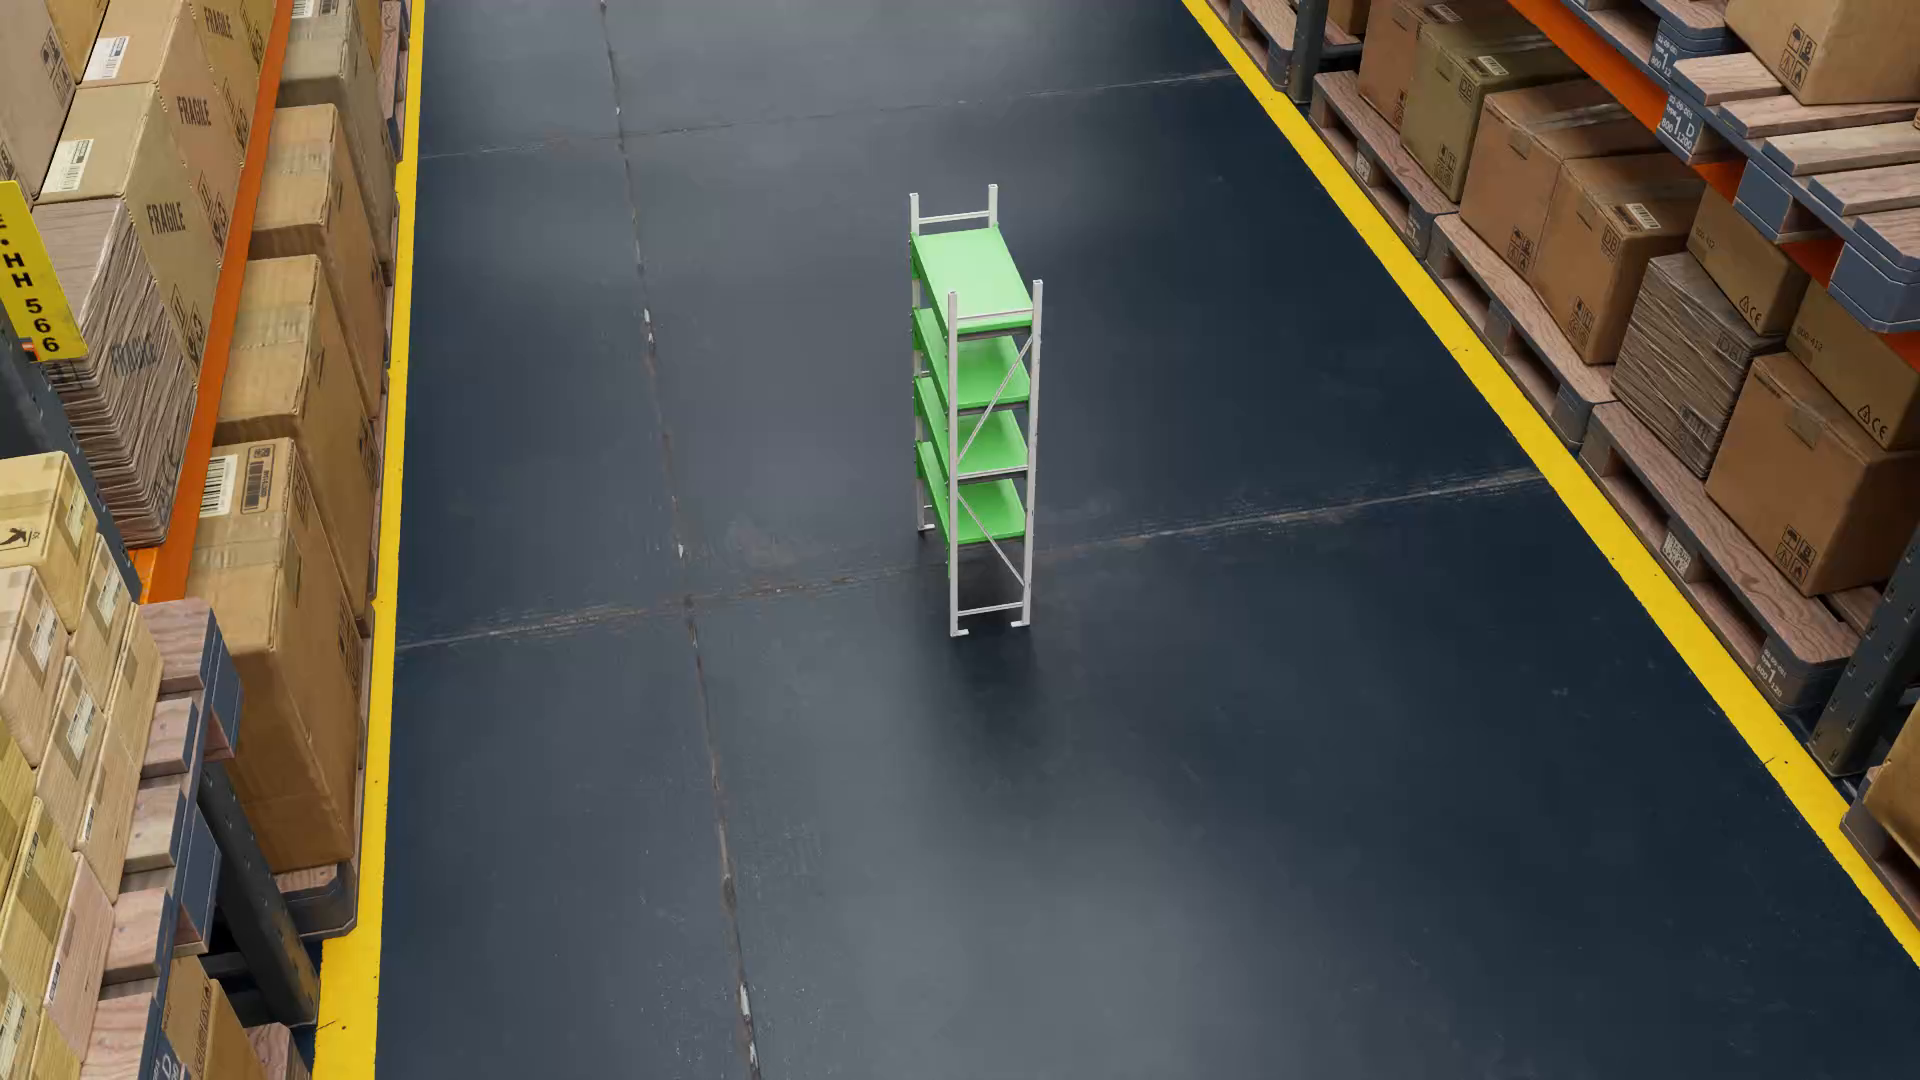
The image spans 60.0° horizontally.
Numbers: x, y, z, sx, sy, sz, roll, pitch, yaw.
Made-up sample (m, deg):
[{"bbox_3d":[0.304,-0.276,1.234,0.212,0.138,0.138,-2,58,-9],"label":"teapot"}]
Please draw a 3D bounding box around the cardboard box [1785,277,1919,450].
[{"bbox_3d":[2.664,-0.521,4.564,0.500,0.250,0.500,-7,42,-8],"label":"cardboard box"}]

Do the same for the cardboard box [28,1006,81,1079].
[{"bbox_3d":[-1.313,0.745,2.024,0.380,0.149,0.250,-9,42,-10],"label":"cardboard box"}]

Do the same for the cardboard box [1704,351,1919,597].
[{"bbox_3d":[2.674,-0.242,4.815,0.700,0.500,0.500,-10,43,-12],"label":"cardboard box"}]

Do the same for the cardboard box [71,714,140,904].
[{"bbox_3d":[-1.420,0.416,2.394,0.380,0.149,0.250,-8,42,-9],"label":"cardboard box"}]

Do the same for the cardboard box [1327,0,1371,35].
[{"bbox_3d":[1.928,-2.661,7.555,0.500,0.500,0.500,-10,42,-11],"label":"cardboard box"}]

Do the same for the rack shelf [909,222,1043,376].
[{"bbox_3d":[0.036,-0.653,4.455,0.258,0.148,0.480,-8,42,-9],"label":"rack shelf"}]

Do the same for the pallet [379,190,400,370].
[{"bbox_3d":[-2.650,-0.996,6.213,1.003,0.211,1.213,-8,42,-9],"label":"pallet"}]

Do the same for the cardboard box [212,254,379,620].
[{"bbox_3d":[-2.262,-0.225,4.622,1.050,0.750,0.750,-8,42,-9],"label":"cardboard box"}]

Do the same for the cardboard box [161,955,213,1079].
[{"bbox_3d":[-1.623,0.968,2.902,0.500,0.250,0.500,-9,42,-10],"label":"cardboard box"}]

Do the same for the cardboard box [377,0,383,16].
[{"bbox_3d":[-3.156,-2.892,7.533,0.875,0.875,0.875,-8,42,-9],"label":"cardboard box"}]

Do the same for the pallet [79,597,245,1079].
[{"bbox_3d":[-1.769,0.583,2.478,1.213,0.211,1.003,-8,42,-9],"label":"pallet"}]

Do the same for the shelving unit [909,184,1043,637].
[{"bbox_3d":[0.036,-0.341,4.731,0.258,1.200,0.503,-8,42,-9],"label":"shelving unit"}]

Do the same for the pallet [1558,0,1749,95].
[{"bbox_3d":[2.371,-1.786,5.147,1.003,0.211,1.213,-8,42,-9],"label":"pallet"}]

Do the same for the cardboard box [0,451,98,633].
[{"bbox_3d":[-1.473,0.031,2.380,0.380,0.149,0.250,-10,43,-11],"label":"cardboard box"}]

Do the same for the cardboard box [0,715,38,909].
[{"bbox_3d":[-1.365,0.364,2.005,0.380,0.149,0.250,-7,42,-8],"label":"cardboard box"}]

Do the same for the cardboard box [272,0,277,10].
[{"bbox_3d":[-2.407,-1.938,5.099,0.500,0.500,0.500,-9,42,-10],"label":"cardboard box"}]

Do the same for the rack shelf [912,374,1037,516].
[{"bbox_3d":[0.036,-0.294,4.773,0.258,0.148,0.480,-8,42,-9],"label":"rack shelf"}]

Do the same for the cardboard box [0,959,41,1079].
[{"bbox_3d":[-1.303,0.650,1.907,0.380,0.149,0.250,-8,42,-9],"label":"cardboard box"}]

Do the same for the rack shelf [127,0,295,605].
[{"bbox_3d":[-2.458,-0.963,4.617,1.077,0.370,4.000,-8,42,-9],"label":"rack shelf"}]

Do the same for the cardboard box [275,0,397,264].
[{"bbox_3d":[-2.668,-1.455,6.007,1.050,0.750,0.750,-9,42,-10],"label":"cardboard box"}]

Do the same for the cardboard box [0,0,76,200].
[{"bbox_3d":[-2.224,-0.967,3.251,0.700,0.500,0.500,-9,42,-10],"label":"cardboard box"}]

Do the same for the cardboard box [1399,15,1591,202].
[{"bbox_3d":[2.171,-1.690,6.446,0.700,0.500,0.500,-9,42,-10],"label":"cardboard box"}]

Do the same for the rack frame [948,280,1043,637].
[{"bbox_3d":[0.088,-0.183,4.553,0.240,1.200,0.015,-8,42,-9],"label":"rack frame"}]

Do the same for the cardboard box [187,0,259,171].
[{"bbox_3d":[-2.186,-1.282,4.359,0.500,0.500,0.500,-9,42,-10],"label":"cardboard box"}]

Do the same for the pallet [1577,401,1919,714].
[{"bbox_3d":[2.671,-0.045,5.141,1.003,0.211,1.213,-8,42,-9],"label":"pallet"}]

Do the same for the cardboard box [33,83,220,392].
[{"bbox_3d":[-1.972,-0.632,3.627,0.500,0.500,0.500,-9,42,-10],"label":"cardboard box"}]

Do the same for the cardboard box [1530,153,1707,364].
[{"bbox_3d":[2.413,-0.966,5.630,0.700,0.500,0.500,-5,42,-6],"label":"cardboard box"}]

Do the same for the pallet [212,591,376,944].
[{"bbox_3d":[-2.123,0.585,4.431,1.003,0.211,1.213,-8,42,-9],"label":"pallet"}]

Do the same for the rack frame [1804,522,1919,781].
[{"bbox_3d":[2.838,-0.581,3.645,1.000,3.000,0.127,-8,42,-9],"label":"rack frame"}]

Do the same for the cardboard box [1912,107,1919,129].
[{"bbox_3d":[2.683,-1.120,3.860,0.500,0.500,0.500,-13,43,-15],"label":"cardboard box"}]

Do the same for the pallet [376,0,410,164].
[{"bbox_3d":[-2.978,-1.990,7.332,1.003,0.211,1.213,-8,42,-9],"label":"pallet"}]

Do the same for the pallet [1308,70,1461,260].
[{"bbox_3d":[2.144,-1.626,6.923,1.003,0.211,1.213,-8,42,-9],"label":"pallet"}]

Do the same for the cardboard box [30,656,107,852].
[{"bbox_3d":[-1.416,0.318,2.281,0.380,0.149,0.250,-7,42,-8],"label":"cardboard box"}]
